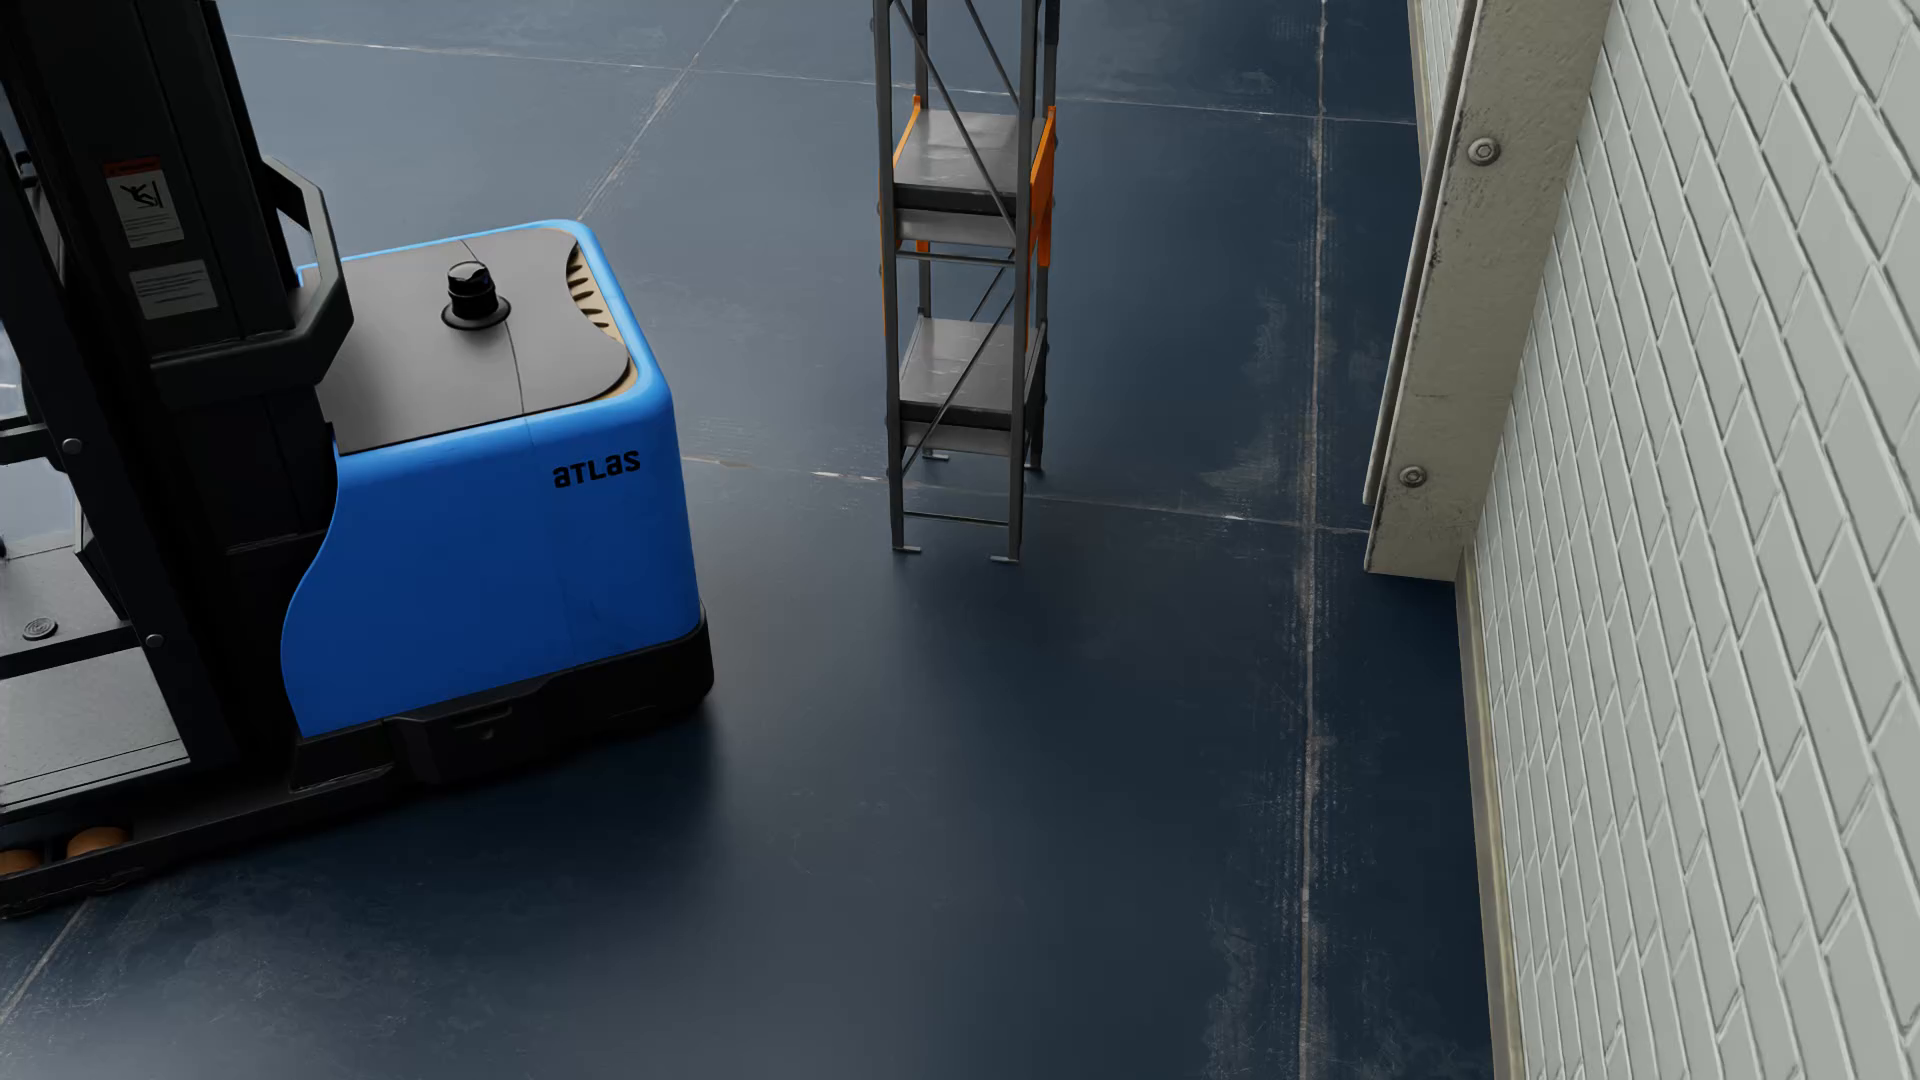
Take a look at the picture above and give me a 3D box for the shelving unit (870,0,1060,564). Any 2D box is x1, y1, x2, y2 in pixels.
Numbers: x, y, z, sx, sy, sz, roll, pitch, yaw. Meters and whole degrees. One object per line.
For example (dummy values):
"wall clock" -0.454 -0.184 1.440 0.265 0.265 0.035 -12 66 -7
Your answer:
"shelving unit" 0.029 -0.913 4.707 0.431 2.100 0.503 6 40 8

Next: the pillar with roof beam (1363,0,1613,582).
"pillar with roof beam" -2.805 -3.953 2.969 9.100 9.000 0.400 6 40 8

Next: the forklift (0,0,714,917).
"forklift" -2.257 -0.584 3.656 3.031 2.935 1.130 -15 42 -17

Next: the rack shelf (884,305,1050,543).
"rack shelf" 0.029 -0.363 5.161 0.431 0.518 0.480 6 40 8

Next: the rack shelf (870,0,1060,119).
"rack shelf" 0.029 -1.442 4.269 0.431 0.518 0.480 6 40 8

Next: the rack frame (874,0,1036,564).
"rack frame" -0.014 -0.760 4.521 0.400 2.100 0.015 6 40 8

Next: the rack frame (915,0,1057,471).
"rack frame" 0.071 -1.066 4.892 0.400 2.100 0.015 6 40 8

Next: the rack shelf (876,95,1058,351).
"rack shelf" 0.029 -0.903 4.715 0.431 0.518 0.480 6 40 8
